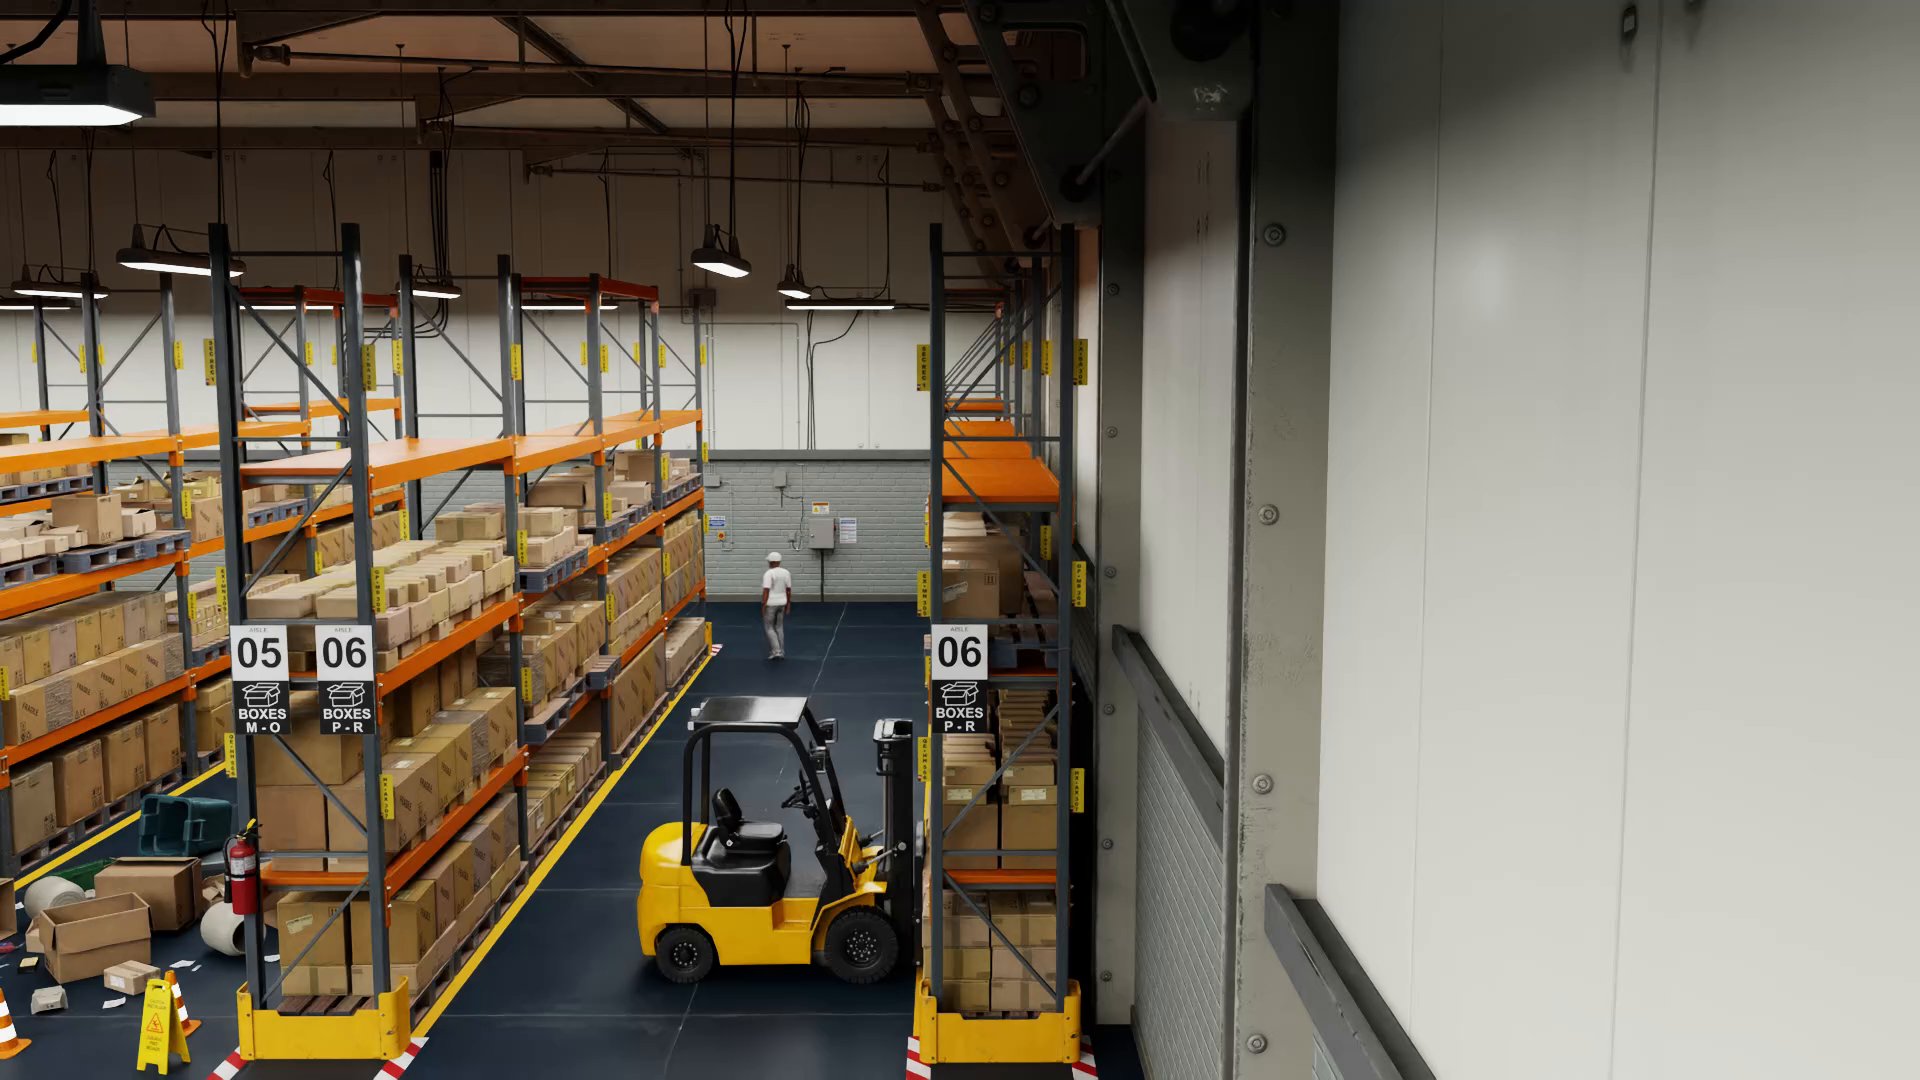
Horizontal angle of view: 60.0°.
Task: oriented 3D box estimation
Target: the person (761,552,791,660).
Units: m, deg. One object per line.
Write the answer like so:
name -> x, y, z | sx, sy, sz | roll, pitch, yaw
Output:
person -> -3.049, 1.106, 27.526 | 0.623, 1.819, 0.429 | -6, 9, -43
